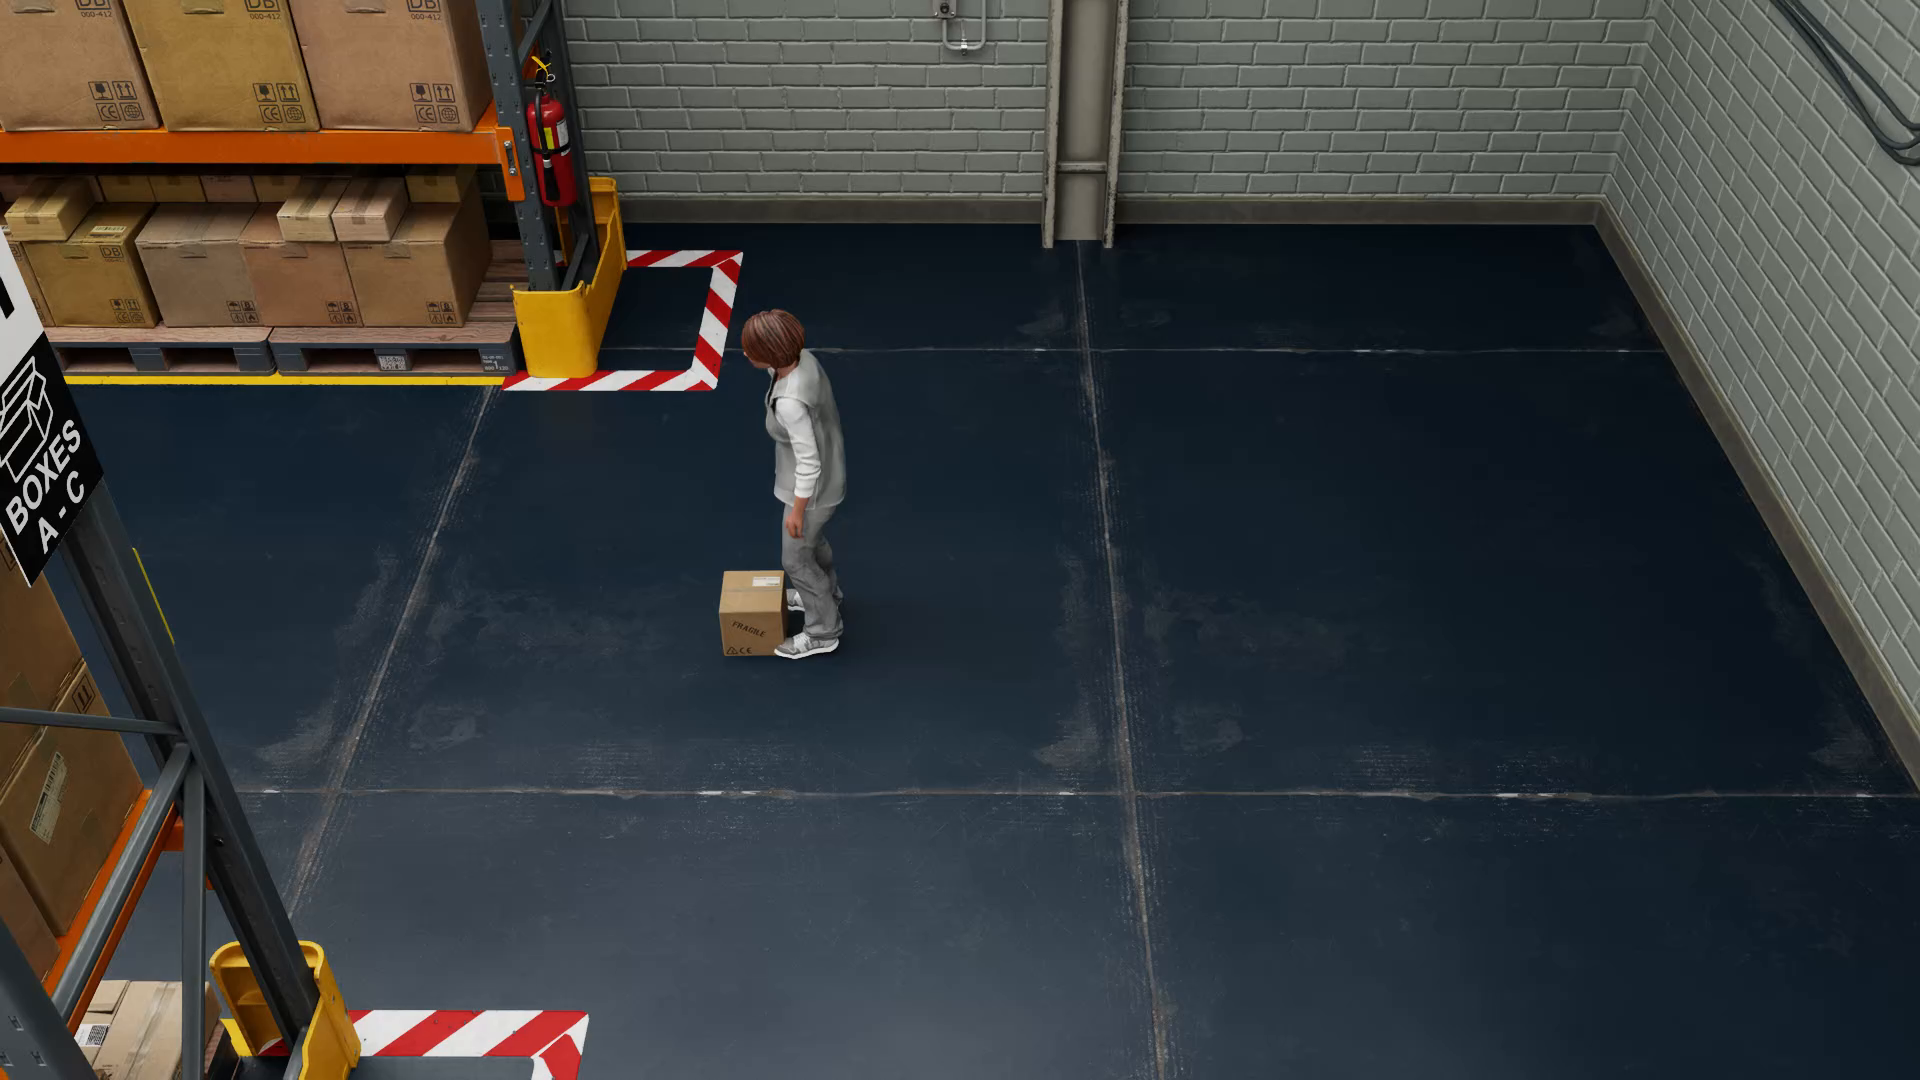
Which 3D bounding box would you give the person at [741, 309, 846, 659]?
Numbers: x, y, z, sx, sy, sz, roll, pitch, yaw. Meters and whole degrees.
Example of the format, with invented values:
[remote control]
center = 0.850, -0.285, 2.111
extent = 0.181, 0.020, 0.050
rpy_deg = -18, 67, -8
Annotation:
[person]
center = -0.609, -0.216, 6.421
extent = 0.347, 1.592, 0.483
rpy_deg = -2, 40, -3
